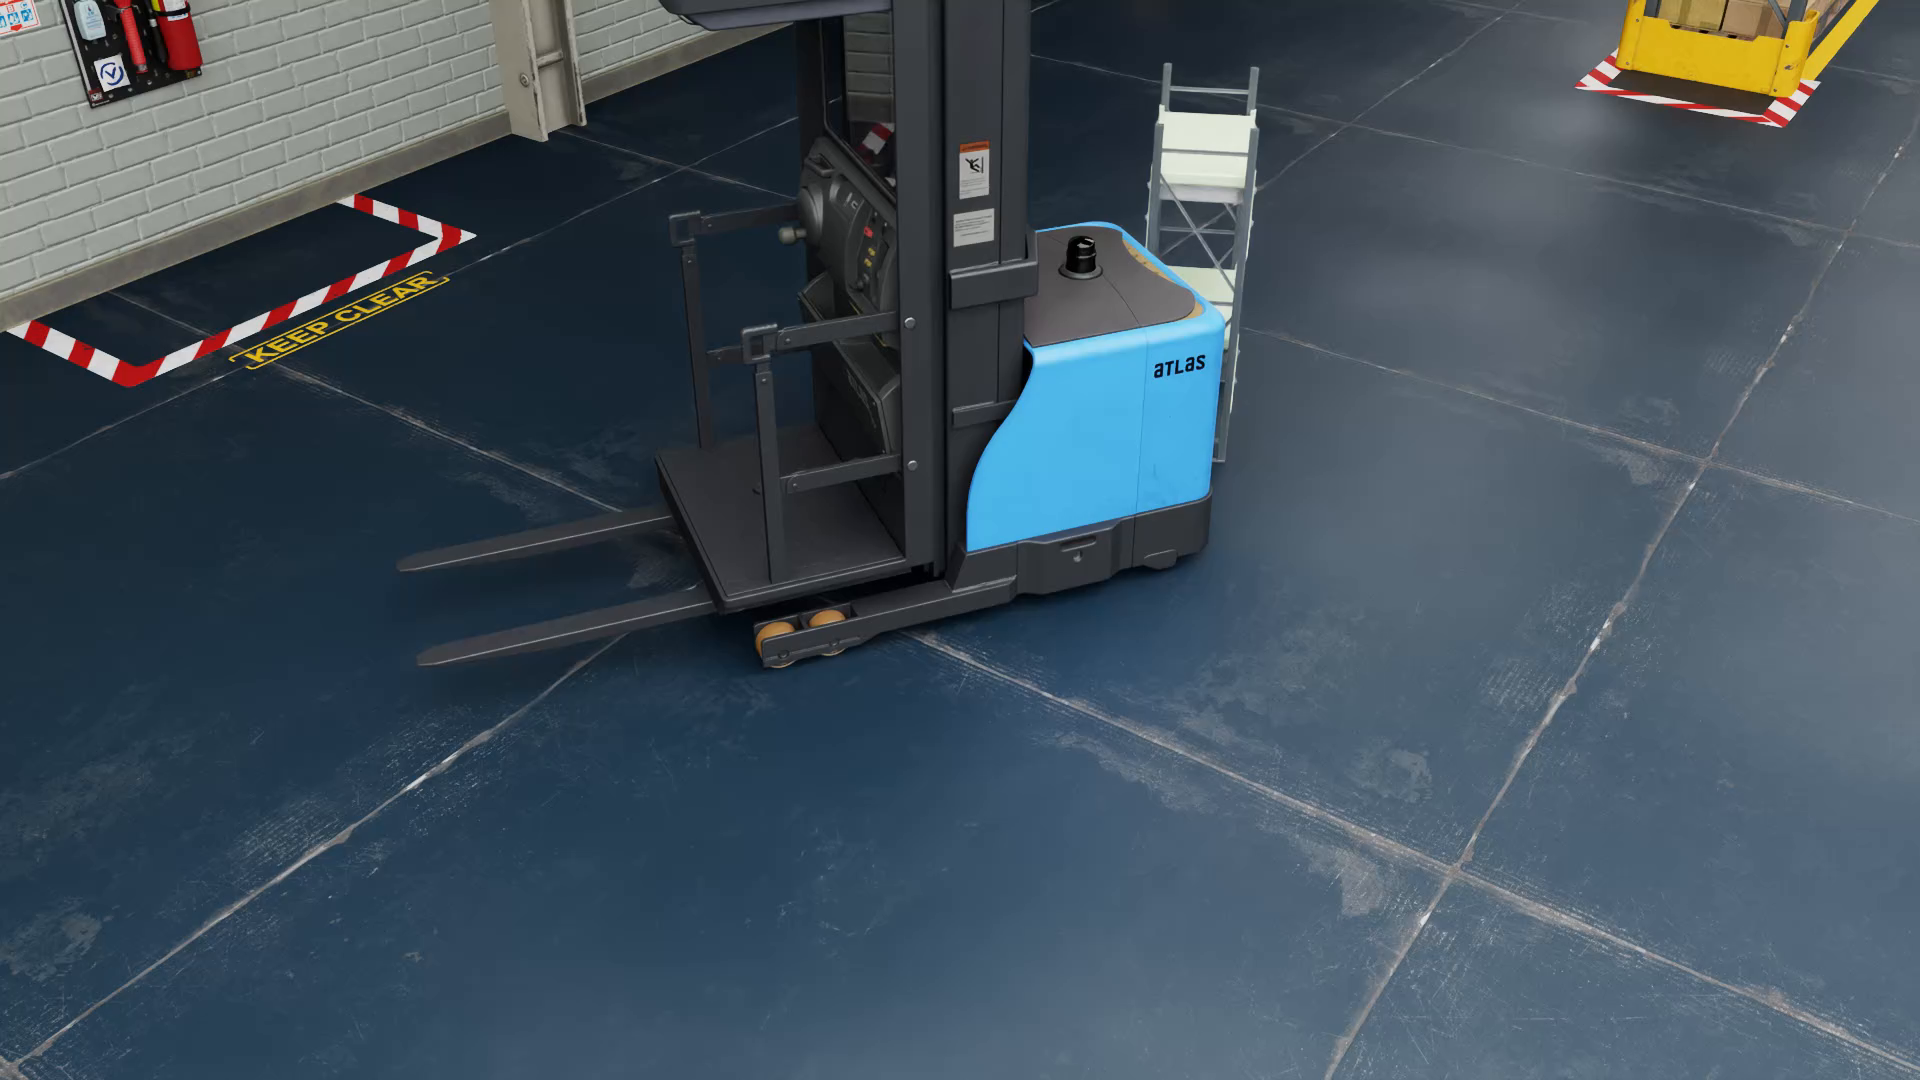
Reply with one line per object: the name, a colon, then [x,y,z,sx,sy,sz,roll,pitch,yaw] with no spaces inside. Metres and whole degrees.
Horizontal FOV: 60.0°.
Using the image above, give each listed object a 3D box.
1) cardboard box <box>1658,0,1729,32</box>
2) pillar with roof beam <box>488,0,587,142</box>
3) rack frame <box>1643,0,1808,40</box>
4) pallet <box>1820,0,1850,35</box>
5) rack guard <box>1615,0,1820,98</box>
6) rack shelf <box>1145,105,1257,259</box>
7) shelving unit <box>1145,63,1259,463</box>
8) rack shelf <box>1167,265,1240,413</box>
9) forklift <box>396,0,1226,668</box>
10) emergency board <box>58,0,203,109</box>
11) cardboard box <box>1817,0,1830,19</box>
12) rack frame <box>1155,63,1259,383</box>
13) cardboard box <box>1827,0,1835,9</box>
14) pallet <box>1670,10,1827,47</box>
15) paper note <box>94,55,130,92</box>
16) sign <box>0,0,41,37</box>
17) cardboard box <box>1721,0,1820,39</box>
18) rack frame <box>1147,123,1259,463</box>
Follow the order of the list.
cardboard box: [5.229,-3.841,11.832,0.500,0.250,0.500,21,39,28]
pillar with roof beam: [0.898,-4.993,6.100,9.100,9.000,0.400,21,39,28]
rack frame: [5.166,-4.465,10.675,1.000,3.000,0.127,21,39,28]
pallet: [6.264,-4.234,12.823,1.003,0.211,1.213,21,39,28]
rack guard: [5.152,-3.418,11.359,1.175,0.500,0.348,21,39,28]
rack shelf: [1.010,-1.505,6.940,0.431,0.370,0.720,5,34,7]
shelving unit: [1.010,-1.182,7.159,0.431,1.500,0.755,5,34,7]
rack shelf: [1.010,-0.912,7.341,0.431,0.370,0.720,5,34,7]
forklift: [-0.582,-1.084,5.737,3.031,2.935,1.130,-13,36,-18]
emergency board: [-4.079,-2.758,8.150,0.194,1.169,0.643,21,39,28]
cardboard box: [5.937,-3.907,11.929,0.500,0.250,0.500,21,39,28]
rack frame: [1.064,-1.385,7.459,0.400,1.500,0.023,5,34,7]
cardboard box: [6.222,-4.137,12.269,0.500,0.250,0.500,21,39,28]
pallet: [5.568,-3.675,11.996,1.003,0.211,1.213,21,39,28]
paper note: [-4.236,-2.333,8.309,0.016,0.148,0.142,21,39,28]
sign: [-4.479,-2.551,7.813,0.001,0.329,0.234,21,39,28]
cardboard box: [5.655,-3.676,11.587,0.500,0.250,0.500,21,39,28]
rack frame: [0.957,-0.979,6.859,0.400,1.500,0.023,5,34,7]
